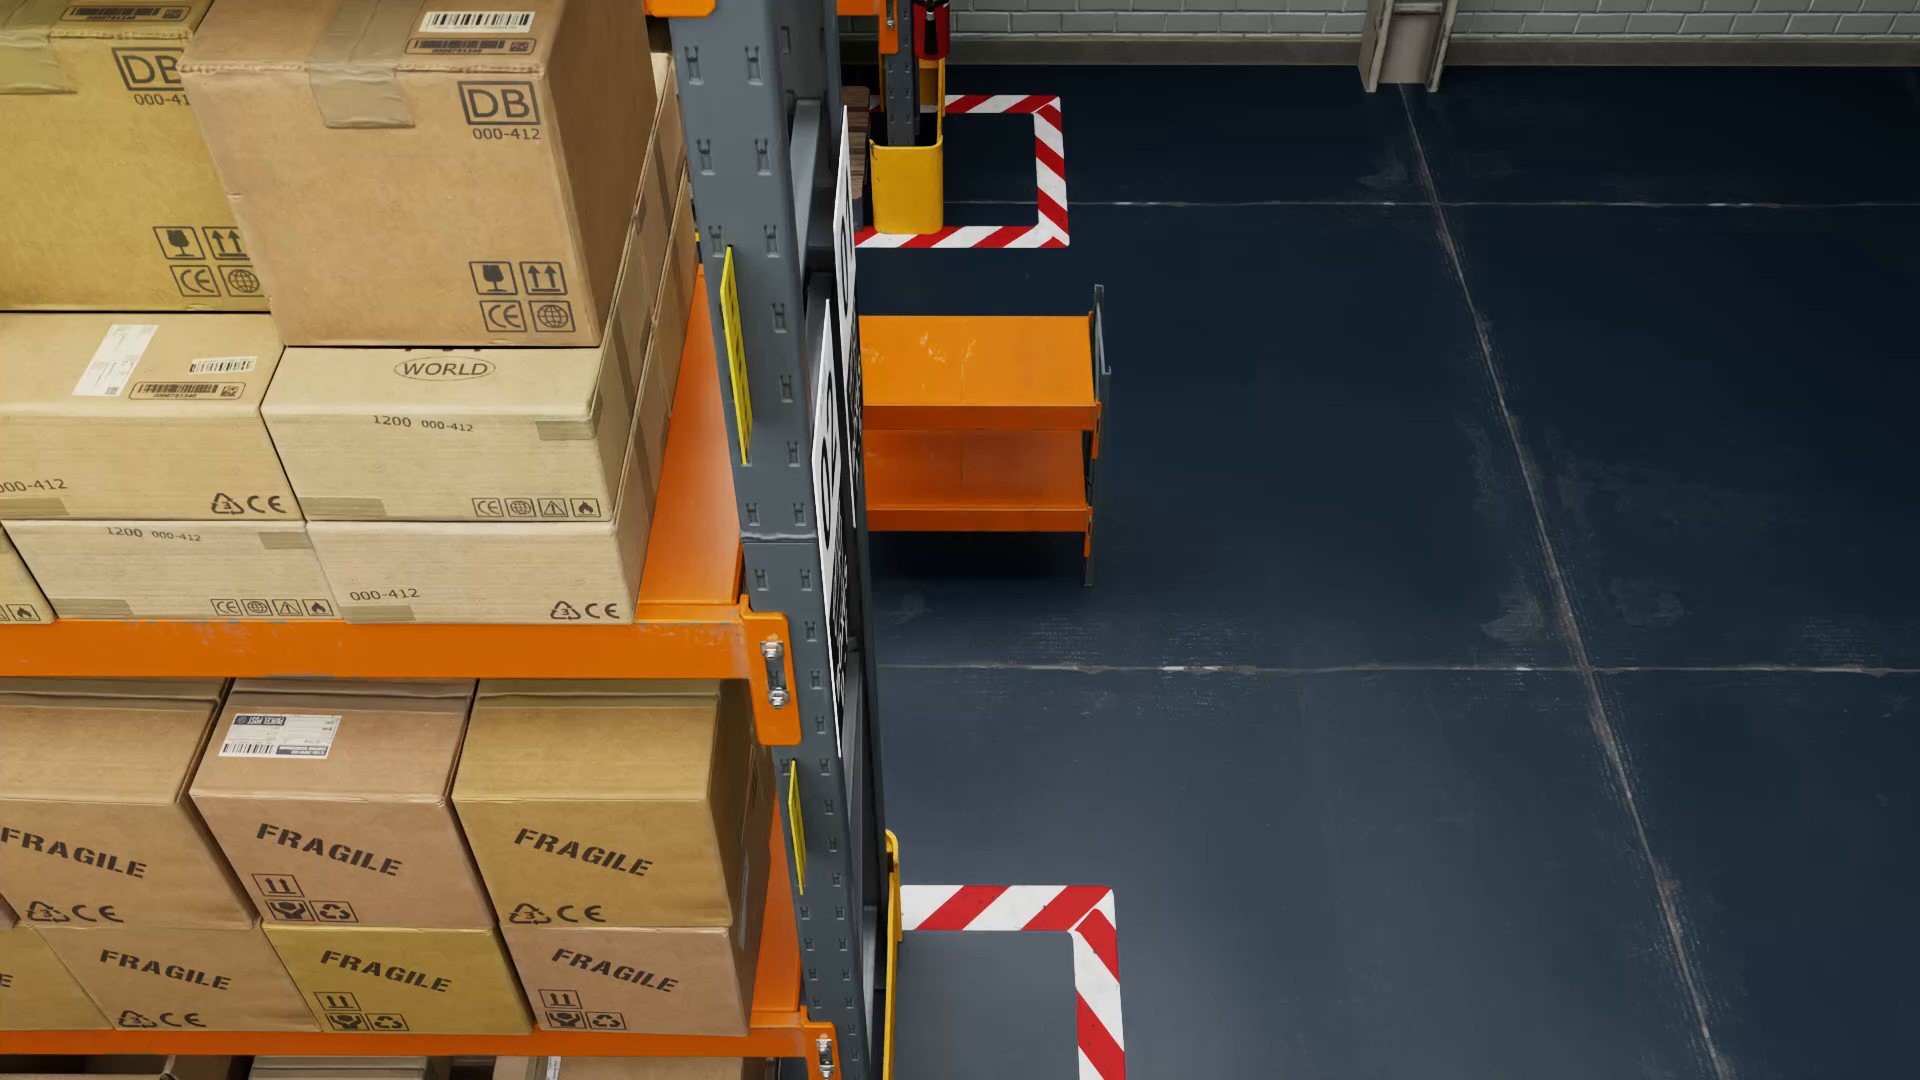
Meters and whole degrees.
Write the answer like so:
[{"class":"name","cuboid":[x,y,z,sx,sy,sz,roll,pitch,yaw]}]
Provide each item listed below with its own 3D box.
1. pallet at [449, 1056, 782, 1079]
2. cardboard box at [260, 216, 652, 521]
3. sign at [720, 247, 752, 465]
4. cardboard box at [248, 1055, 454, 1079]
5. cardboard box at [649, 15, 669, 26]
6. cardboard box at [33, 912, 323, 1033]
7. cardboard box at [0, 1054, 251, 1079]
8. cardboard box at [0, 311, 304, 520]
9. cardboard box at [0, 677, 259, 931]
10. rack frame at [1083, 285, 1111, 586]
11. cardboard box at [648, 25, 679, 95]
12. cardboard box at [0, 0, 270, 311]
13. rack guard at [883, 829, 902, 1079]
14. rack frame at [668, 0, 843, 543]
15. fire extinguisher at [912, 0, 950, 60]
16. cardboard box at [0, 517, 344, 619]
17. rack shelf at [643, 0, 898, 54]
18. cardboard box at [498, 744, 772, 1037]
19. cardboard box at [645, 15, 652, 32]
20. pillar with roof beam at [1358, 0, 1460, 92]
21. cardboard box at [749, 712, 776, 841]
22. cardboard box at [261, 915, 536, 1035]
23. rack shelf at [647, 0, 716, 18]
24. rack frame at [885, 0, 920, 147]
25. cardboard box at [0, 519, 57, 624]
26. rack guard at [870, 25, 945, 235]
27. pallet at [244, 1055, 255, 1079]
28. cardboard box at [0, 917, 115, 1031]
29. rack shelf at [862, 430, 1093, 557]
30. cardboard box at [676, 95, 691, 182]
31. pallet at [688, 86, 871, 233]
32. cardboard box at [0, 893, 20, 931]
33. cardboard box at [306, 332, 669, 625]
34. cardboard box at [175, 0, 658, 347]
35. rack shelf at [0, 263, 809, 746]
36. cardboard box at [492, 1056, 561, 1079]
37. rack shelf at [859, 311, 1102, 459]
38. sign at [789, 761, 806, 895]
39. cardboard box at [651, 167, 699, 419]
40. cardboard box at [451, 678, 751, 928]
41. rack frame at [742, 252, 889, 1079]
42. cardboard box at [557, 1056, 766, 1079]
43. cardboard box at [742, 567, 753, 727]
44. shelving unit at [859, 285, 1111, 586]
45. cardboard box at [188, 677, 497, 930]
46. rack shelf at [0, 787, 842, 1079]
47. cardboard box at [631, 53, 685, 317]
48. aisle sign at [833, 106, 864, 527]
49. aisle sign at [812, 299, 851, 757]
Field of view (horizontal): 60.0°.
[{"class":"pallet","cuboid":[-1.168,1.610,5.189,1.213,0.211,1.003,0,47,0]},{"class":"cardboard box","cuboid":[-0.809,-0.295,2.768,0.500,0.250,0.500,0,47,0]},{"class":"sign","cuboid":[-0.317,-0.256,2.366,0.005,0.325,0.100,0,47,0]},{"class":"cardboard box","cuboid":[-1.789,1.602,4.868,0.500,0.250,0.500,0,47,0]},{"class":"cardboard box","cuboid":[-1.361,-2.553,8.135,0.250,0.149,0.380,0,47,0]},{"class":"cardboard box","cuboid":[-1.761,0.821,3.949,0.500,0.500,0.500,0,47,0]},{"class":"cardboard box","cuboid":[-2.416,1.352,4.928,0.637,0.503,0.797,0,47,0]},{"class":"cardboard box","cuboid":[-1.309,-0.296,2.769,0.500,0.250,0.500,0,47,0]},{"class":"cardboard box","cuboid":[-1.764,0.488,3.576,0.500,0.500,0.500,1,47,1]},{"class":"rack frame","cuboid":[0.515,-0.382,6.418,0.032,1.125,0.500,0,47,0]},{"class":"cardboard box","cuboid":[-1.365,-2.273,7.875,0.250,0.149,0.380,1,47,1]},{"class":"cardboard box","cuboid":[-1.308,-0.788,2.715,0.500,0.500,0.700,0,47,0]},{"class":"rack guard","cuboid":[-0.371,1.513,5.081,0.348,0.500,1.175,0,47,0]},{"class":"rack frame","cuboid":[-0.295,-1.383,1.970,0.127,3.000,1.000,0,47,0]},{"class":"fire extinguisher","cuboid":[-0.131,-2.473,7.391,0.183,0.674,0.296,0,47,0]},{"class":"cardboard box","cuboid":[-1.309,-0.128,2.954,0.500,0.250,0.500,0,47,0]},{"class":"rack shelf","cuboid":[-2.280,-2.725,7.810,4.000,0.370,1.077,0,47,0]},{"class":"cardboard box","cuboid":[-0.744,0.825,3.945,0.500,0.500,0.500,1,47,1]},{"class":"cardboard box","cuboid":[-1.611,-2.554,8.136,0.250,0.149,0.380,1,47,0]},{"class":"pillar with roof beam","cuboid":[2.407,-2.484,2.995,0.400,9.000,9.100,0,47,0]},{"class":"cardboard box","cuboid":[-0.737,0.433,4.310,0.500,0.500,0.500,1,47,1]},{"class":"cardboard box","cuboid":[-1.262,0.826,3.944,0.500,0.500,0.500,1,47,0]},{"class":"rack shelf","cuboid":[-2.295,-1.142,2.240,4.000,0.370,1.077,0,47,0]},{"class":"rack frame","cuboid":[-0.280,-2.965,7.541,0.127,3.000,1.000,0,47,0]},{"class":"cardboard box","cuboid":[-1.809,-0.119,2.946,0.500,0.250,0.500,0,47,0]},{"class":"rack guard","cuboid":[-0.256,-2.113,8.456,0.348,0.500,1.175,0,47,0]},{"class":"pallet","cuboid":[-2.385,1.604,5.194,1.213,0.211,1.003,0,47,0]},{"class":"cardboard box","cuboid":[-2.265,0.819,3.951,0.500,0.500,0.500,0,47,0]},{"class":"rack shelf","cuboid":[0.007,-0.217,6.598,1.000,0.278,0.538,0,47,0]},{"class":"cardboard box","cuboid":[-1.481,-2.186,8.237,0.500,0.500,0.700,0,47,0]},{"class":"pallet","cuboid":[-1.080,-1.960,8.511,1.213,0.211,1.003,0,47,0]},{"class":"cardboard box","cuboid":[-2.278,0.486,3.578,0.500,0.500,0.500,1,47,1]},{"class":"cardboard box","cuboid":[-0.809,-0.118,2.945,0.500,0.250,0.500,0,47,0]},{"class":"cardboard box","cuboid":[-0.808,-0.725,2.656,0.500,0.500,0.700,0,47,0]},{"class":"rack shelf","cuboid":[-2.295,-0.121,3.337,4.000,0.370,1.077,0,47,0]},{"class":"cardboard box","cuboid":[-1.244,1.588,4.938,0.250,0.166,0.380,0,47,0]},{"class":"rack shelf","cuboid":[0.007,-0.583,6.205,1.000,0.278,0.538,0,47,0]},{"class":"sign","cuboid":[-0.317,0.565,3.249,0.005,0.325,0.100,0,47,0]},{"class":"cardboard box","cuboid":[-0.807,-0.497,3.298,0.500,0.250,0.500,0,47,0]},{"class":"cardboard box","cuboid":[-0.741,0.486,3.577,0.500,0.500,0.500,0,47,0]},{"class":"rack frame","cuboid":[-0.295,0.661,4.166,0.127,3.000,1.000,0,47,0]},{"class":"cardboard box","cuboid":[-0.839,1.542,4.754,0.500,0.500,0.500,0,47,0]},{"class":"cardboard box","cuboid":[-0.737,0.092,3.944,0.500,0.500,0.500,1,47,1]},{"class":"shelving unit","cuboid":[0.007,-0.383,6.419,1.048,1.125,0.538,0,47,0]},{"class":"cardboard box","cuboid":[-1.246,0.486,3.578,0.500,0.500,0.500,1,47,1]},{"class":"rack shelf","cuboid":[-2.295,0.901,4.435,4.000,0.370,1.077,0,47,0]},{"class":"cardboard box","cuboid":[-0.807,-0.672,3.119,0.500,0.250,0.500,0,47,0]},{"class":"aisle sign","cuboid":[-0.225,-0.439,3.415,0.004,0.787,0.394,0,47,0]},{"class":"aisle sign","cuboid":[-0.228,0.000,3.006,0.004,0.787,0.394,0,47,0]}]
